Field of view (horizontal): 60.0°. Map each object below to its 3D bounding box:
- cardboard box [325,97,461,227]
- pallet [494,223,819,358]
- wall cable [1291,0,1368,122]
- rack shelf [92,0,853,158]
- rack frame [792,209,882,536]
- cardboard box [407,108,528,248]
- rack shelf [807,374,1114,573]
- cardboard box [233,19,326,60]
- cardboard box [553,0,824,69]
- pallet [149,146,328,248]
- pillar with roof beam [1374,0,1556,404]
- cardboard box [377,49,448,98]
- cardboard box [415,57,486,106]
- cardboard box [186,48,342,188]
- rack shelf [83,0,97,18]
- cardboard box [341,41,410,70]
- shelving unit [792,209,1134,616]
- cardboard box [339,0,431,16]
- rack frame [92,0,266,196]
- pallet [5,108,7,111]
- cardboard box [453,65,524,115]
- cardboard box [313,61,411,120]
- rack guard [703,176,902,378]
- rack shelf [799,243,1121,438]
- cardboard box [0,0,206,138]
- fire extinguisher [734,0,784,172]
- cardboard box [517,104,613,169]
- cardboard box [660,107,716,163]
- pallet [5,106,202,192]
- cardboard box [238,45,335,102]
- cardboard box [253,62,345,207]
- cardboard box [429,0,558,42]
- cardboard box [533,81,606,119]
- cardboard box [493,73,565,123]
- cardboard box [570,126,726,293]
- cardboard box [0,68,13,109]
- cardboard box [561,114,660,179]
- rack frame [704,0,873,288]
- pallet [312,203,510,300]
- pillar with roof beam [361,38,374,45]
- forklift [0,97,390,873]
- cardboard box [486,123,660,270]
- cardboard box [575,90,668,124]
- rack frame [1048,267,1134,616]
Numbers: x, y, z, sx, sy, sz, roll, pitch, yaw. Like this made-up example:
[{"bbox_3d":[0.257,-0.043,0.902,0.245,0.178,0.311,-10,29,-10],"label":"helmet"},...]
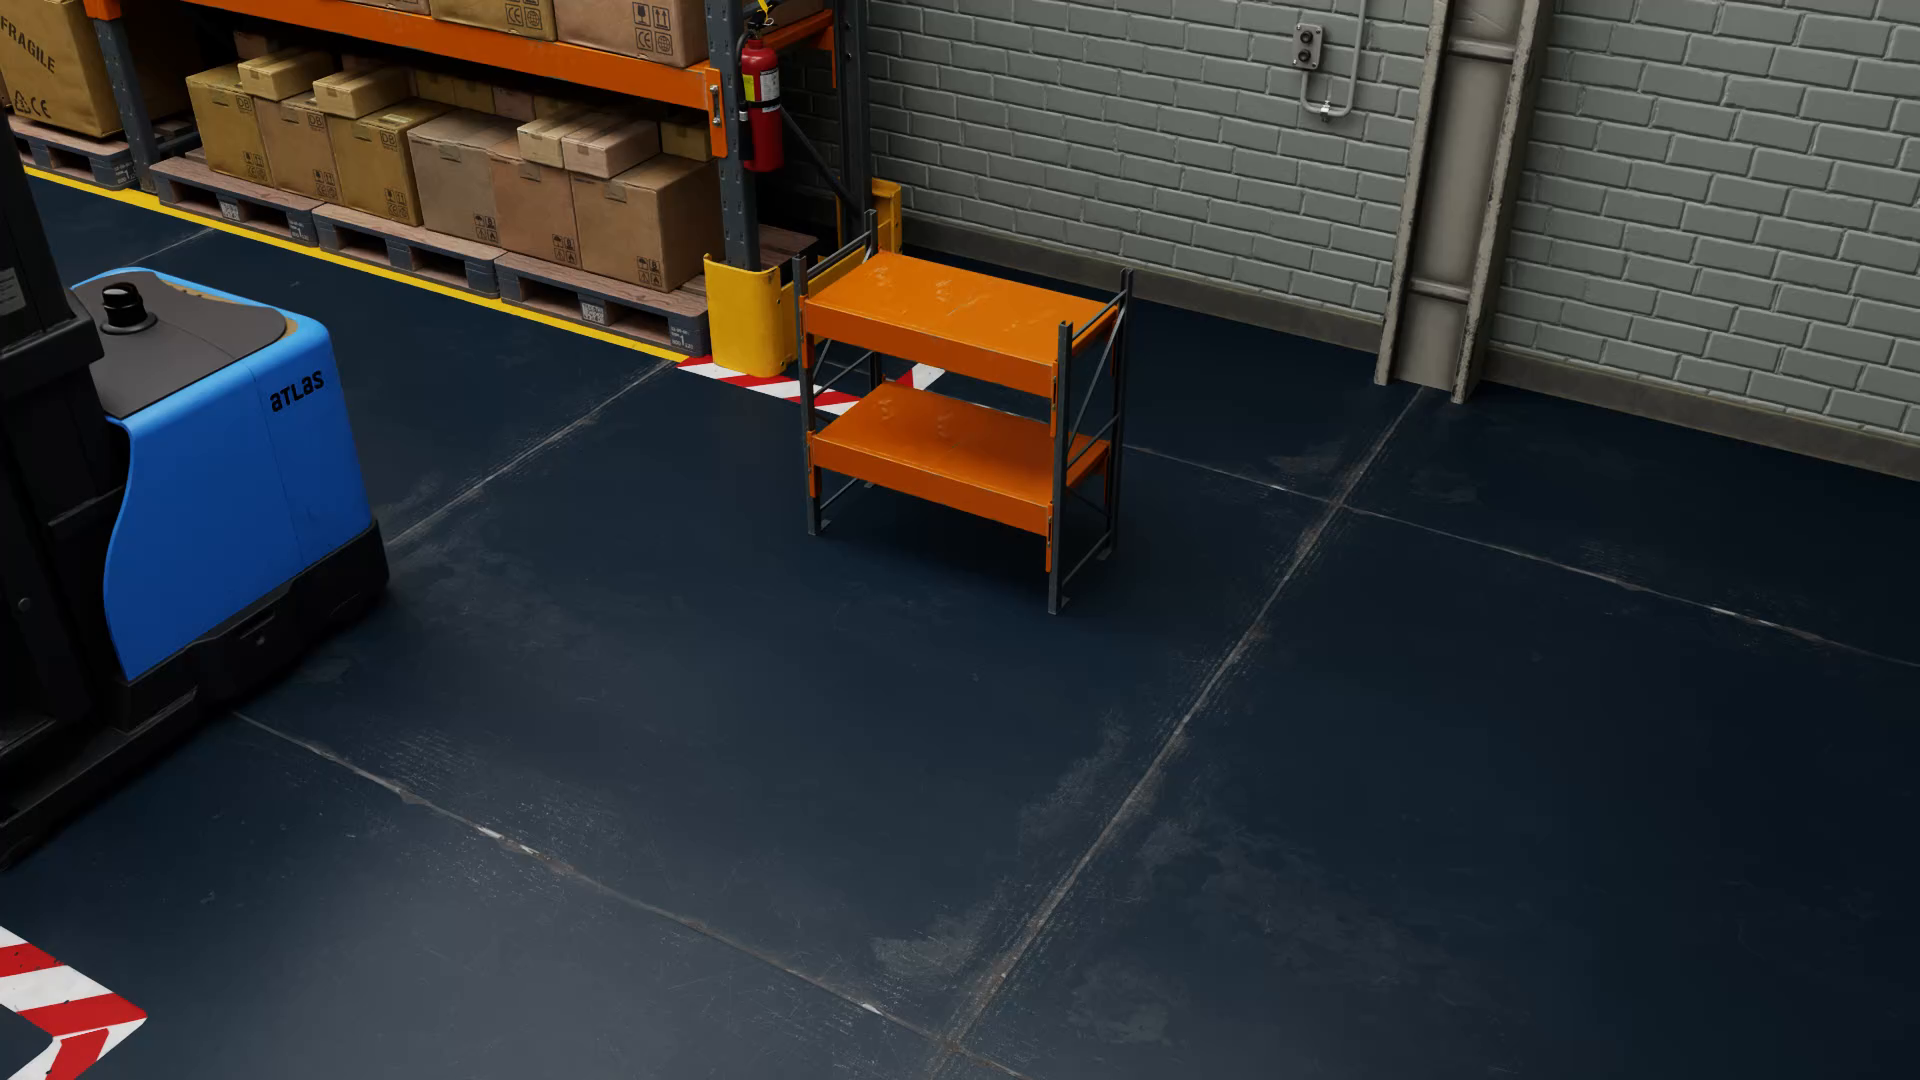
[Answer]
[{"bbox_3d":[-2.710,-1.980,8.394,0.500,0.500,0.700,18,38,25],"label":"cardboard box"},{"bbox_3d":[-1.447,-1.304,8.018,1.213,0.211,1.003,18,37,24],"label":"pallet"},{"bbox_3d":[0.867,-2.809,6.845,1.851,1.984,0.084,18,37,24],"label":"wall cable"},{"bbox_3d":[-2.451,-2.533,7.997,4.000,0.370,1.077,18,37,24],"label":"rack shelf"},{"bbox_3d":[-0.435,-0.606,6.145,0.032,1.125,0.500,18,37,24],"label":"rack frame"},{"bbox_3d":[-2.243,-1.837,8.179,0.500,0.500,0.700,16,37,23],"label":"cardboard box"},{"bbox_3d":[0.006,-0.263,6.071,1.000,0.278,0.538,18,37,24],"label":"rack shelf"},{"bbox_3d":[-3.616,-2.668,8.841,0.250,0.149,0.380,17,37,24],"label":"cardboard box"},{"bbox_3d":[-1.162,-2.543,7.092,0.700,0.700,0.980,19,38,26],"label":"cardboard box"},{"bbox_3d":[-3.566,-1.975,9.026,1.213,0.211,1.003,18,37,24],"label":"pallet"},{"bbox_3d":[-0.077,-2.382,1.708,0.400,9.000,9.100,18,37,24],"label":"pillar with roof beam"},{"bbox_3d":[-2.709,-2.382,8.411,0.250,0.149,0.380,18,38,25],"label":"cardboard box"},{"bbox_3d":[-2.485,-2.311,8.305,0.250,0.149,0.380,17,37,24],"label":"cardboard box"},{"bbox_3d":[-3.589,-2.262,8.817,0.500,0.500,0.700,18,38,25],"label":"cardboard box"},{"bbox_3d":[-5.923,-3.633,9.649,4.000,0.370,1.077,18,37,24],"label":"rack shelf"},{"bbox_3d":[-2.928,-2.451,8.516,0.250,0.149,0.380,16,37,23],"label":"cardboard box"},{"bbox_3d":[0.006,-0.466,5.935,1.048,1.125,0.538,18,37,24],"label":"shelving unit"},{"bbox_3d":[-2.456,-2.952,7.706,0.700,0.700,0.980,16,37,22],"label":"cardboard box"},{"bbox_3d":[-4.187,-3.383,8.624,0.127,3.000,1.000,18,37,24],"label":"rack frame"},{"bbox_3d":[-5.958,-2.733,10.164,1.213,0.211,1.003,18,37,24],"label":"pallet"},{"bbox_3d":[-2.265,-2.241,8.200,0.250,0.149,0.380,18,38,25],"label":"cardboard box"},{"bbox_3d":[-2.929,-2.207,8.149,0.250,0.149,0.380,16,37,23],"label":"cardboard box"},{"bbox_3d":[-0.693,-1.236,7.655,0.348,0.500,1.175,18,37,24],"label":"rack guard"},{"bbox_3d":[0.006,-0.710,5.773,1.000,0.278,0.538,18,37,24],"label":"rack shelf"},{"bbox_3d":[-4.816,-2.779,9.278,0.750,0.750,0.750,18,38,25],"label":"cardboard box"},{"bbox_3d":[-0.812,-1.832,6.701,0.183,0.674,0.296,18,37,24],"label":"fire extinguisher"},{"bbox_3d":[-1.796,-1.849,7.612,0.250,0.149,0.380,19,38,26],"label":"cardboard box"},{"bbox_3d":[-1.164,-1.893,7.678,0.250,0.149,0.380,18,38,25],"label":"cardboard box"},{"bbox_3d":[-4.894,-2.398,9.661,1.213,0.211,1.003,18,37,24],"label":"pallet"},{"bbox_3d":[-3.382,-2.350,8.364,0.250,0.149,0.380,19,38,26],"label":"cardboard box"},{"bbox_3d":[-3.154,-2.122,8.607,0.500,0.500,0.700,17,37,24],"label":"cardboard box"},{"bbox_3d":[-1.799,-2.738,7.384,0.700,0.700,0.980,17,37,24],"label":"cardboard box"},{"bbox_3d":[-1.821,-2.101,7.990,0.250,0.149,0.380,18,38,25],"label":"cardboard box"},{"bbox_3d":[-2.042,-2.171,8.095,0.250,0.149,0.380,18,38,25],"label":"cardboard box"},{"bbox_3d":[-1.371,-1.561,7.765,0.500,0.500,0.700,18,37,24],"label":"cardboard box"},{"bbox_3d":[-5.589,-3.022,9.643,0.750,0.750,0.750,19,38,26],"label":"cardboard box"},{"bbox_3d":[-1.573,-1.779,7.507,0.250,0.149,0.380,17,37,24],"label":"cardboard box"},{"bbox_3d":[-0.714,-2.283,6.972,0.127,3.000,1.000,18,37,24],"label":"rack frame"},{"bbox_3d":[-2.502,-1.640,8.523,1.213,0.211,1.003,18,37,24],"label":"pallet"},{"bbox_3d":[-5.286,-4.032,4.186,0.400,9.000,9.100,18,37,24],"label":"pillar with roof beam"},{"bbox_3d":[-3.188,-0.449,4.280,1.130,2.935,3.031,17,37,24],"label":"forklift"},{"bbox_3d":[-1.806,-1.699,7.972,0.500,0.500,0.700,17,37,24],"label":"cardboard box"},{"bbox_3d":[-1.604,-2.032,7.887,0.250,0.149,0.380,18,38,25],"label":"cardboard box"},{"bbox_3d":[0.447,-0.327,5.725,0.032,1.125,0.500,18,37,24],"label":"rack frame"}]
